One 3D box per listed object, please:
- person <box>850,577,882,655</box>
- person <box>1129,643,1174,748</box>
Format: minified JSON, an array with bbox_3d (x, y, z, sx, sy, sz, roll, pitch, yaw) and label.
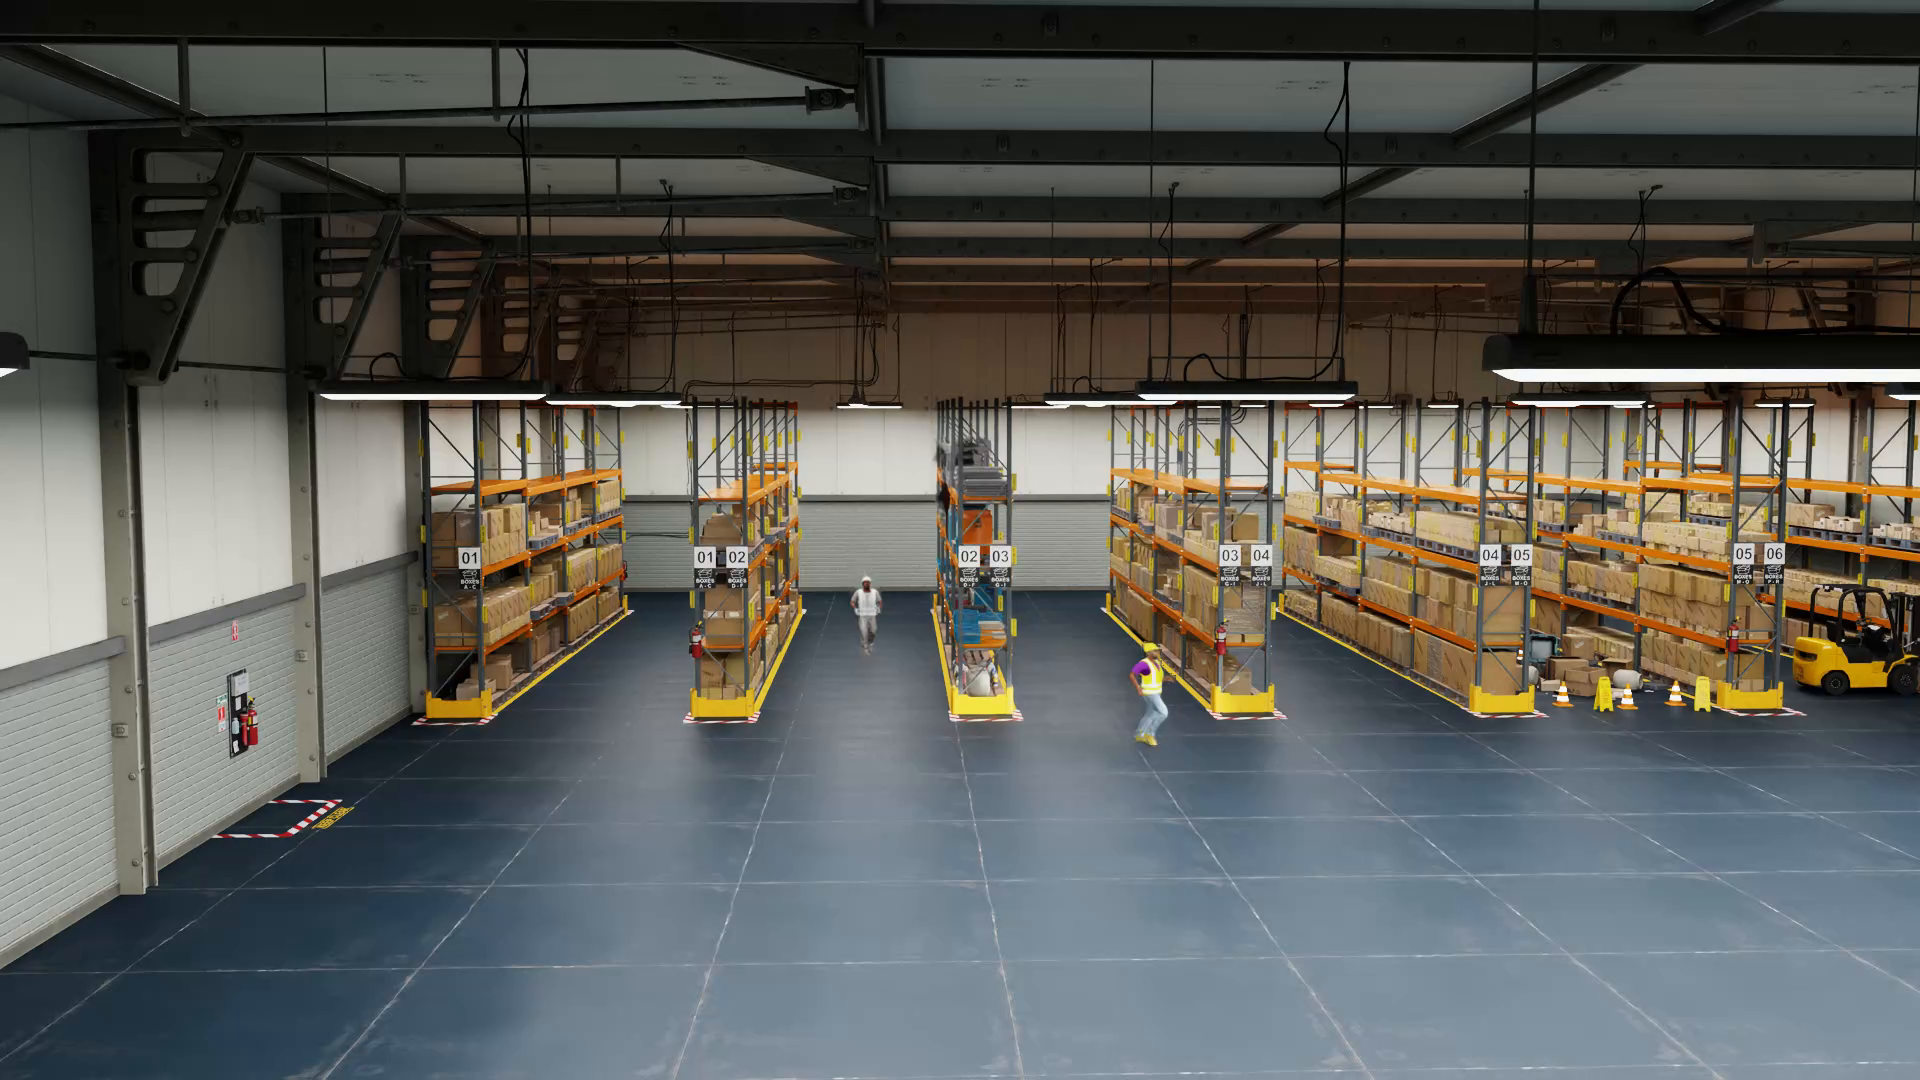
[{"bbox_3d":[-2.088,1.693,37.170,0.720,1.743,0.578,-1,4,-11],"label":"person"},{"bbox_3d":[3.307,2.649,28.457,0.710,1.782,0.677,2,5,27],"label":"person"}]
